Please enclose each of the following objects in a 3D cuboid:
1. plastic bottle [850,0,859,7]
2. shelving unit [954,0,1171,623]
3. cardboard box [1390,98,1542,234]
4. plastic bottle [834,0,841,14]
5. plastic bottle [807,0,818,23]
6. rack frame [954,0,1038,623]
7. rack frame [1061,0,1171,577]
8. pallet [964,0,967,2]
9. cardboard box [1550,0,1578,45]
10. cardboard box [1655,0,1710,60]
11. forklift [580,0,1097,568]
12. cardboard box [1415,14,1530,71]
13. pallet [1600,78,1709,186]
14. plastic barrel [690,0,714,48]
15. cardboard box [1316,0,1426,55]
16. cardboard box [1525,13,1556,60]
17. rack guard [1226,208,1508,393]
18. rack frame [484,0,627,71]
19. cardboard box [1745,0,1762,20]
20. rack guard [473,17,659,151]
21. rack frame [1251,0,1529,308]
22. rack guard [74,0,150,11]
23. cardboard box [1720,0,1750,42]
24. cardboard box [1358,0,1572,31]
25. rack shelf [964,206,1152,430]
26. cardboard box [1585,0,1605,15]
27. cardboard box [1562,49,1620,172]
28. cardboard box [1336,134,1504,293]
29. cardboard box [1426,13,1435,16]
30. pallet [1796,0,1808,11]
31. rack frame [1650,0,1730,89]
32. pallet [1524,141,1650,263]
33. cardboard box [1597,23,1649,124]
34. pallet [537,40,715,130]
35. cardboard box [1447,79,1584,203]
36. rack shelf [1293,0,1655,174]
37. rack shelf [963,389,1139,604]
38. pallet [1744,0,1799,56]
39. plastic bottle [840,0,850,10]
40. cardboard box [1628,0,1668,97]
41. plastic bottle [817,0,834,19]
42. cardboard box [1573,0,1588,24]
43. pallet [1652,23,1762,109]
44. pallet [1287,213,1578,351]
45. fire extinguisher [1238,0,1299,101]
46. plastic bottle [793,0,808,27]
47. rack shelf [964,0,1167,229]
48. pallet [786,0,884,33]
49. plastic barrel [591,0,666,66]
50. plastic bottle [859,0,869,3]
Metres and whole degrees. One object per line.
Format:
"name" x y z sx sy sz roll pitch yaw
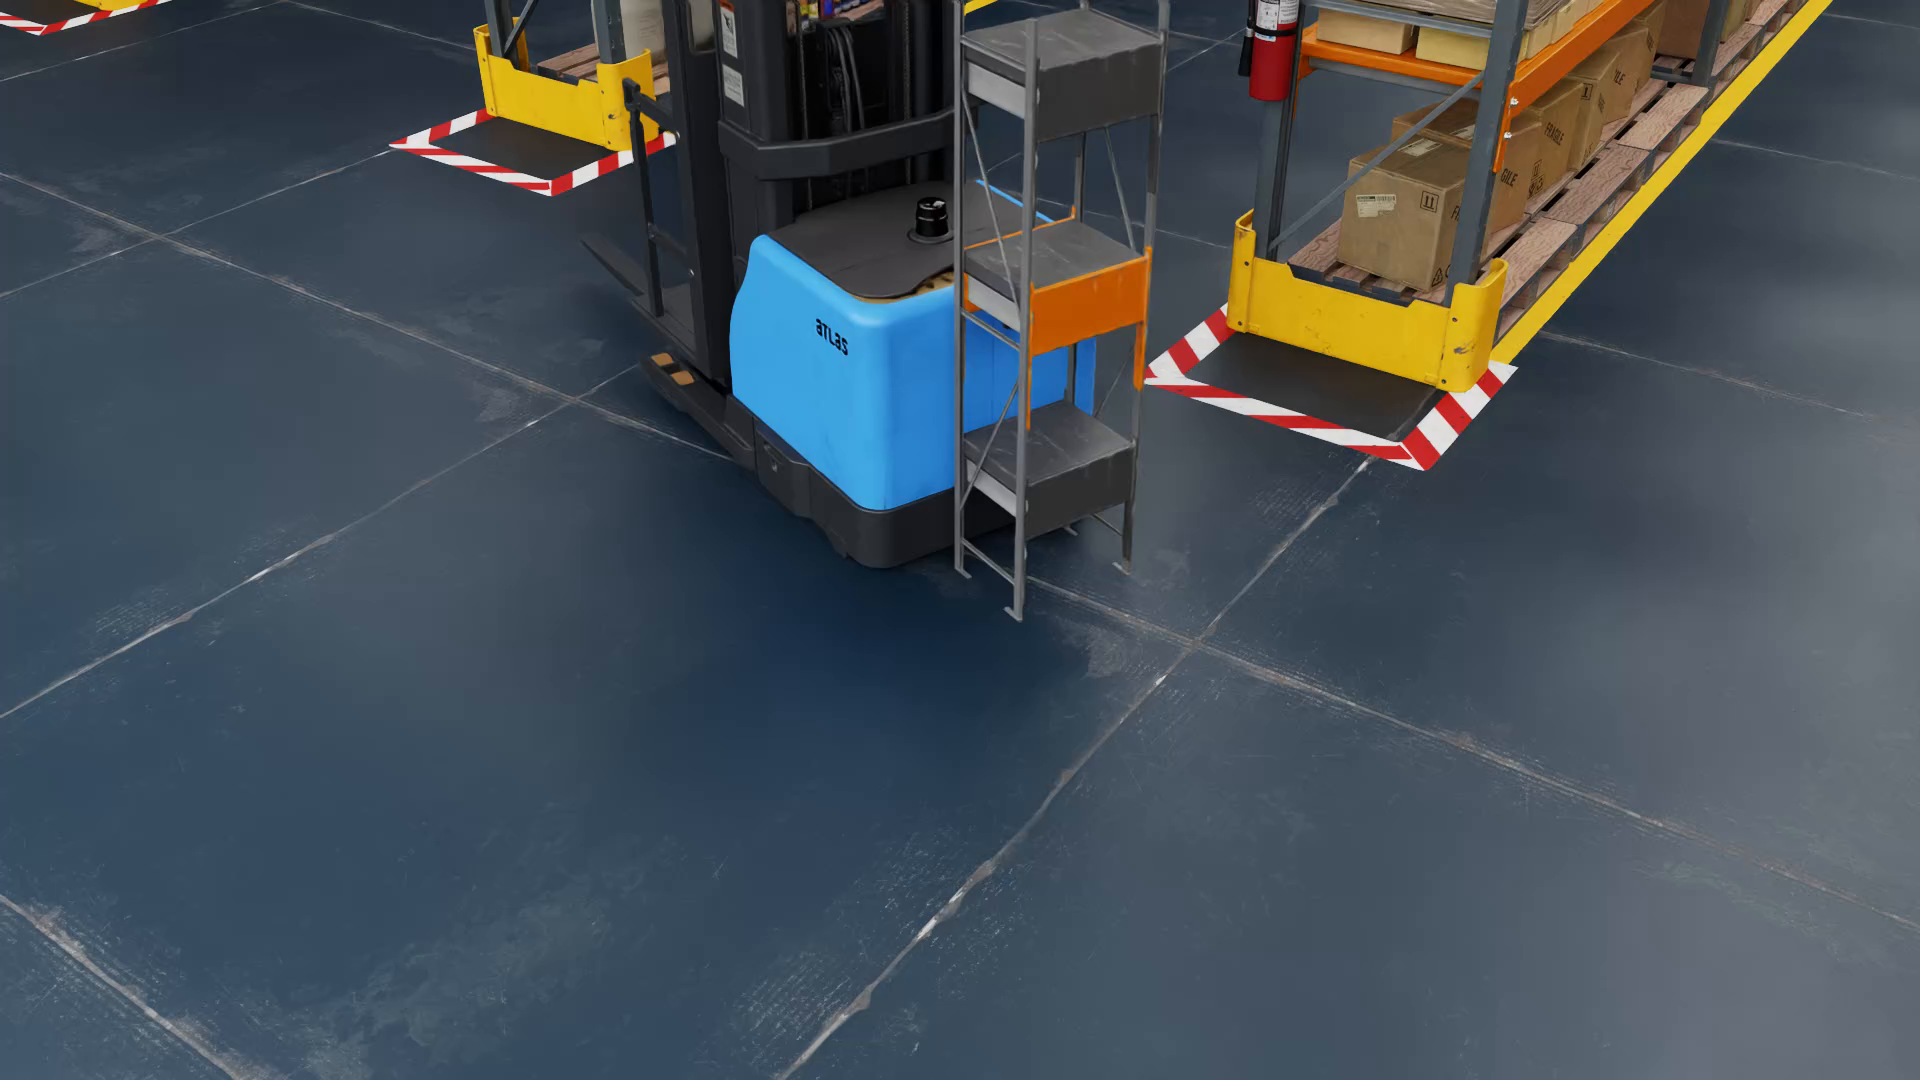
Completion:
"plastic bottle" -0.724 -3.684 11.125 0.097 0.201 0.097 0 34 0
"shelving unit" 0.301 -0.752 5.488 0.503 2.100 0.431 -21 39 -28
"cardboard box" 2.428 -1.801 8.093 0.500 0.500 0.500 -25 41 -32
"plastic bottle" -0.838 -3.621 10.970 0.097 0.271 0.097 0 34 0
"plastic bottle" -0.974 -3.482 10.827 0.097 0.201 0.097 0 34 0
"rack frame" 0.100 -0.675 5.373 0.015 2.100 0.400 -21 39 -28
"rack frame" 0.502 -0.830 5.602 0.015 2.100 0.400 -21 39 -28
"pallet" -0.459 -4.067 12.075 1.003 0.211 1.213 21 39 28
"cardboard box" 2.417 -2.265 7.146 0.380 0.149 0.250 21 39 28
"cardboard box" 4.394 -3.358 10.377 0.700 0.500 0.500 18 38 25
"forklift" -0.717 -1.897 6.439 1.130 2.935 3.031 -20 39 -27
"cardboard box" 2.104 -2.046 6.822 0.380 0.149 0.250 21 39 28
"pallet" 3.673 -2.460 9.699 1.003 0.211 1.213 21 39 28
"plastic barrel" -1.725 -3.378 10.414 0.421 0.512 0.421 0 34 0
"cardboard box" 1.739 -2.188 7.032 0.380 0.149 0.250 21 39 28
"cardboard box" 2.263 -2.155 6.983 0.380 0.149 0.250 21 39 28
"rack guard" 1.789 -1.094 7.422 1.175 0.500 0.348 21 39 28
"rack frame" -2.323 -3.677 9.009 1.000 3.000 0.127 21 39 28
"cardboard box" 5.001 -3.829 11.073 0.700 0.500 0.500 18 38 24
"rack guard" -2.318 -2.691 9.784 1.175 0.500 0.348 21 39 28
"rack frame" 1.746 -2.095 6.670 1.000 3.000 0.127 21 39 28
"rack guard" -6.404 -4.214 12.035 1.175 0.500 0.348 21 39 28
"cardboard box" 4.682 -3.572 10.692 0.700 0.500 0.500 21 39 28
"cardboard box" 2.082 -2.504 6.920 0.875 0.500 0.500 21 39 28
"rack shelf" 0.301 -0.741 5.496 0.480 0.518 0.431 -21 39 -28
"cardboard box" 2.691 -2.499 7.493 0.380 0.149 0.250 21 39 28
"cardboard box" 3.156 -2.326 8.868 0.500 0.500 0.500 18 38 24
"cardboard box" 2.116 -1.515 7.670 0.500 0.500 0.500 -29 43 -35
"cardboard box" 1.882 -2.303 7.202 0.380 0.149 0.250 21 39 28
"pallet" 5.861 -4.262 12.364 1.003 0.211 1.213 21 39 28
"rack frame" 4.027 -3.936 9.392 1.000 3.000 0.127 21 39 28
"pallet" 2.978 -1.896 8.866 1.003 0.211 1.213 21 39 28
"cardboard box" 3.445 -2.637 9.328 0.500 0.500 0.500 -23 40 -30
"pallet" -1.851 -2.944 10.415 1.003 0.211 1.213 21 39 28
"cardboard box" 2.801 -2.083 8.510 0.500 0.500 0.500 25 42 32
"rack shelf" 2.886 -2.717 8.233 1.077 0.370 4.000 21 39 28
"rack shelf" 0.301 -0.161 5.888 0.480 0.518 0.431 -21 39 -28
"pallet" 5.164 -3.703 11.537 1.003 0.211 1.213 21 39 28
"plastic bottle" -0.781 -3.668 11.038 0.097 0.271 0.097 0 34 0
"cardboard box" 3.766 -2.903 9.721 0.500 0.500 0.500 20 39 27
"plastic bottle" -0.889 -3.567 10.879 0.061 0.283 0.133 22 40 29
"cardboard box" 2.543 -2.387 7.326 0.380 0.149 0.250 21 39 28
"pallet" 4.469 -3.139 10.704 1.003 0.211 1.213 21 39 28
"pallet" 2.282 -1.337 8.039 1.003 0.211 1.213 21 39 28
"fire extinguisher" 1.302 -2.157 6.831 0.296 0.674 0.183 21 39 28
"plastic bottle" -1.033 -3.464 10.737 0.097 0.271 0.097 0 34 0
"rack shelf" 0.301 -1.321 5.103 0.480 0.518 0.431 -21 39 -28
"pallet" -1.154 -3.503 11.242 1.003 0.211 1.213 21 39 28
"plastic barrel" -2.011 -3.148 10.073 0.421 0.512 0.421 0 34 0
"plastic bottle" -0.665 -3.761 11.176 0.097 0.271 0.097 0 34 0
